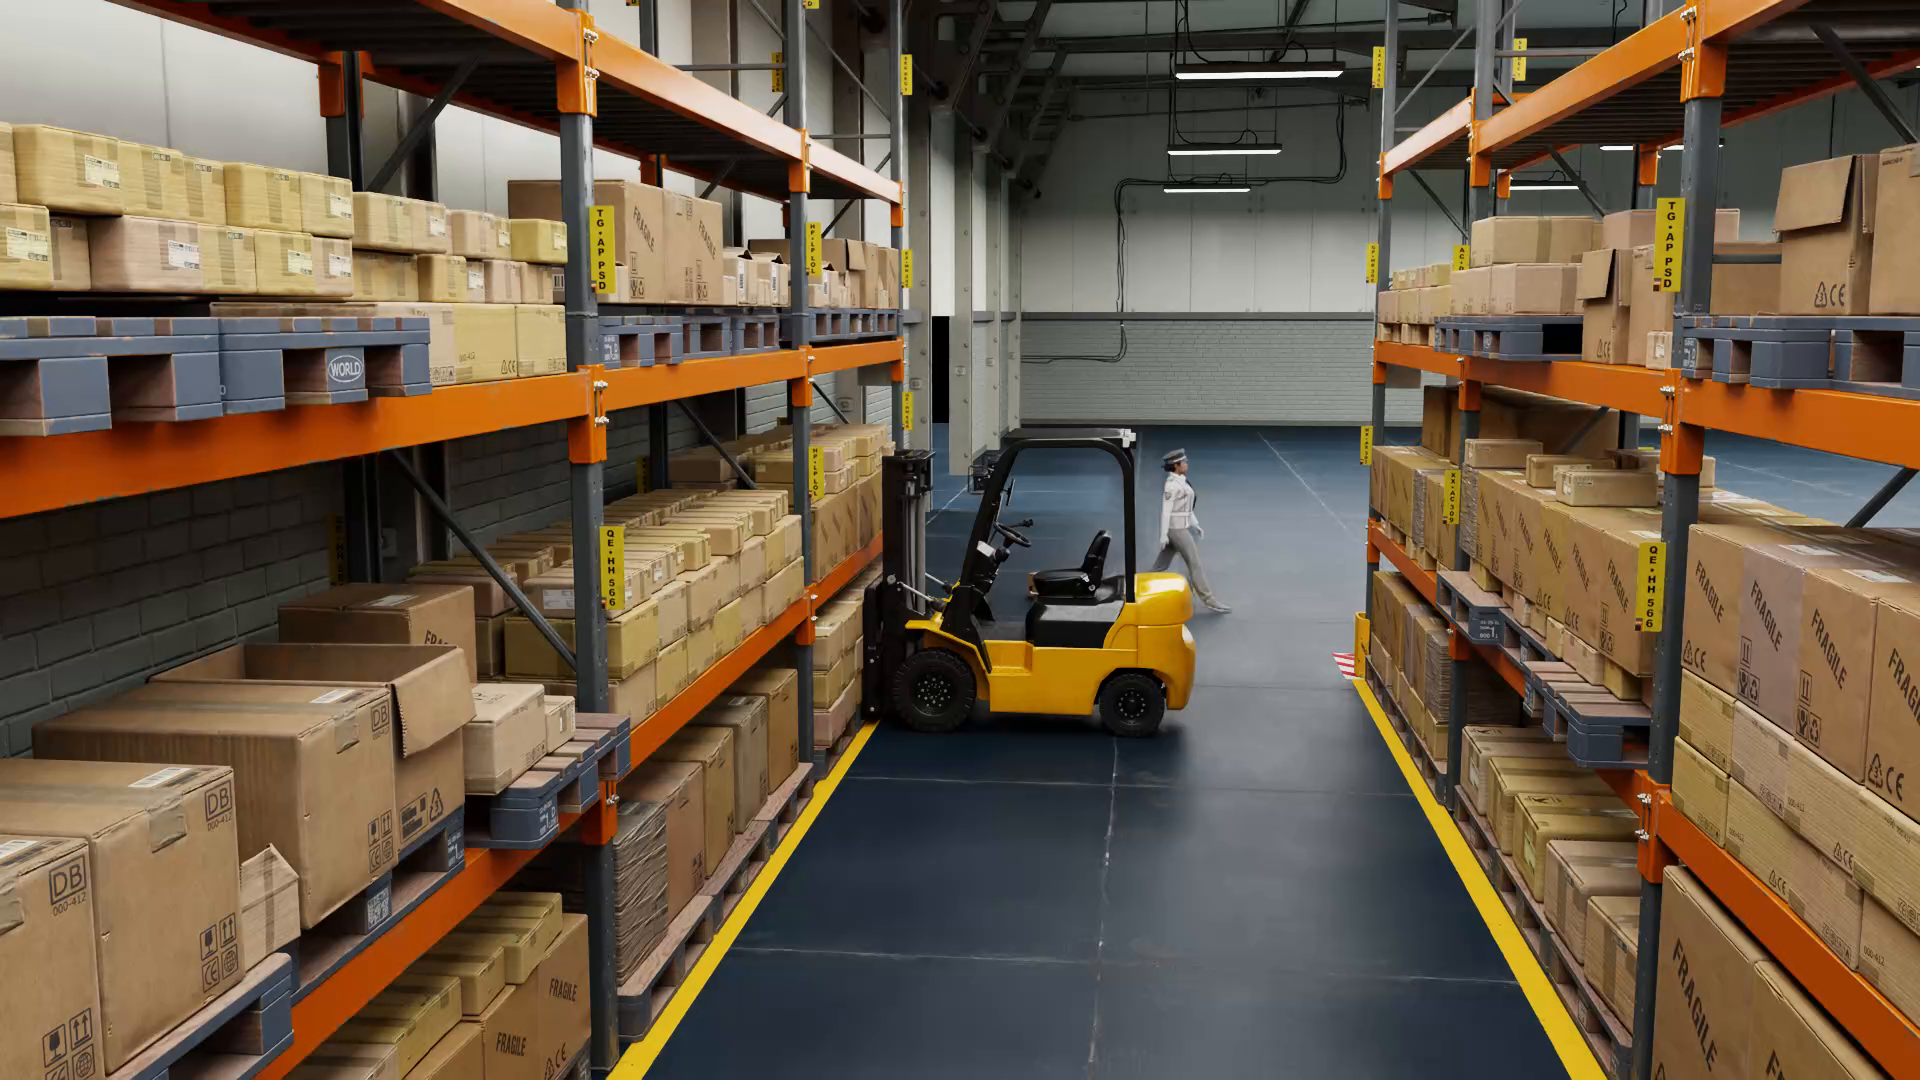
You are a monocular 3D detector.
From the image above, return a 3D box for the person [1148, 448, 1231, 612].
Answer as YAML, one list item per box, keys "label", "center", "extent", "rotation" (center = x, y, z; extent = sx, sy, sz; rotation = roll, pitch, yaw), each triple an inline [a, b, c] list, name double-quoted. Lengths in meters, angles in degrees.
- label: "person"
  center: [2.305, -0.121, 16.968]
  extent: [0.945, 1.641, 0.519]
  rotation: [1, 8, 10]
